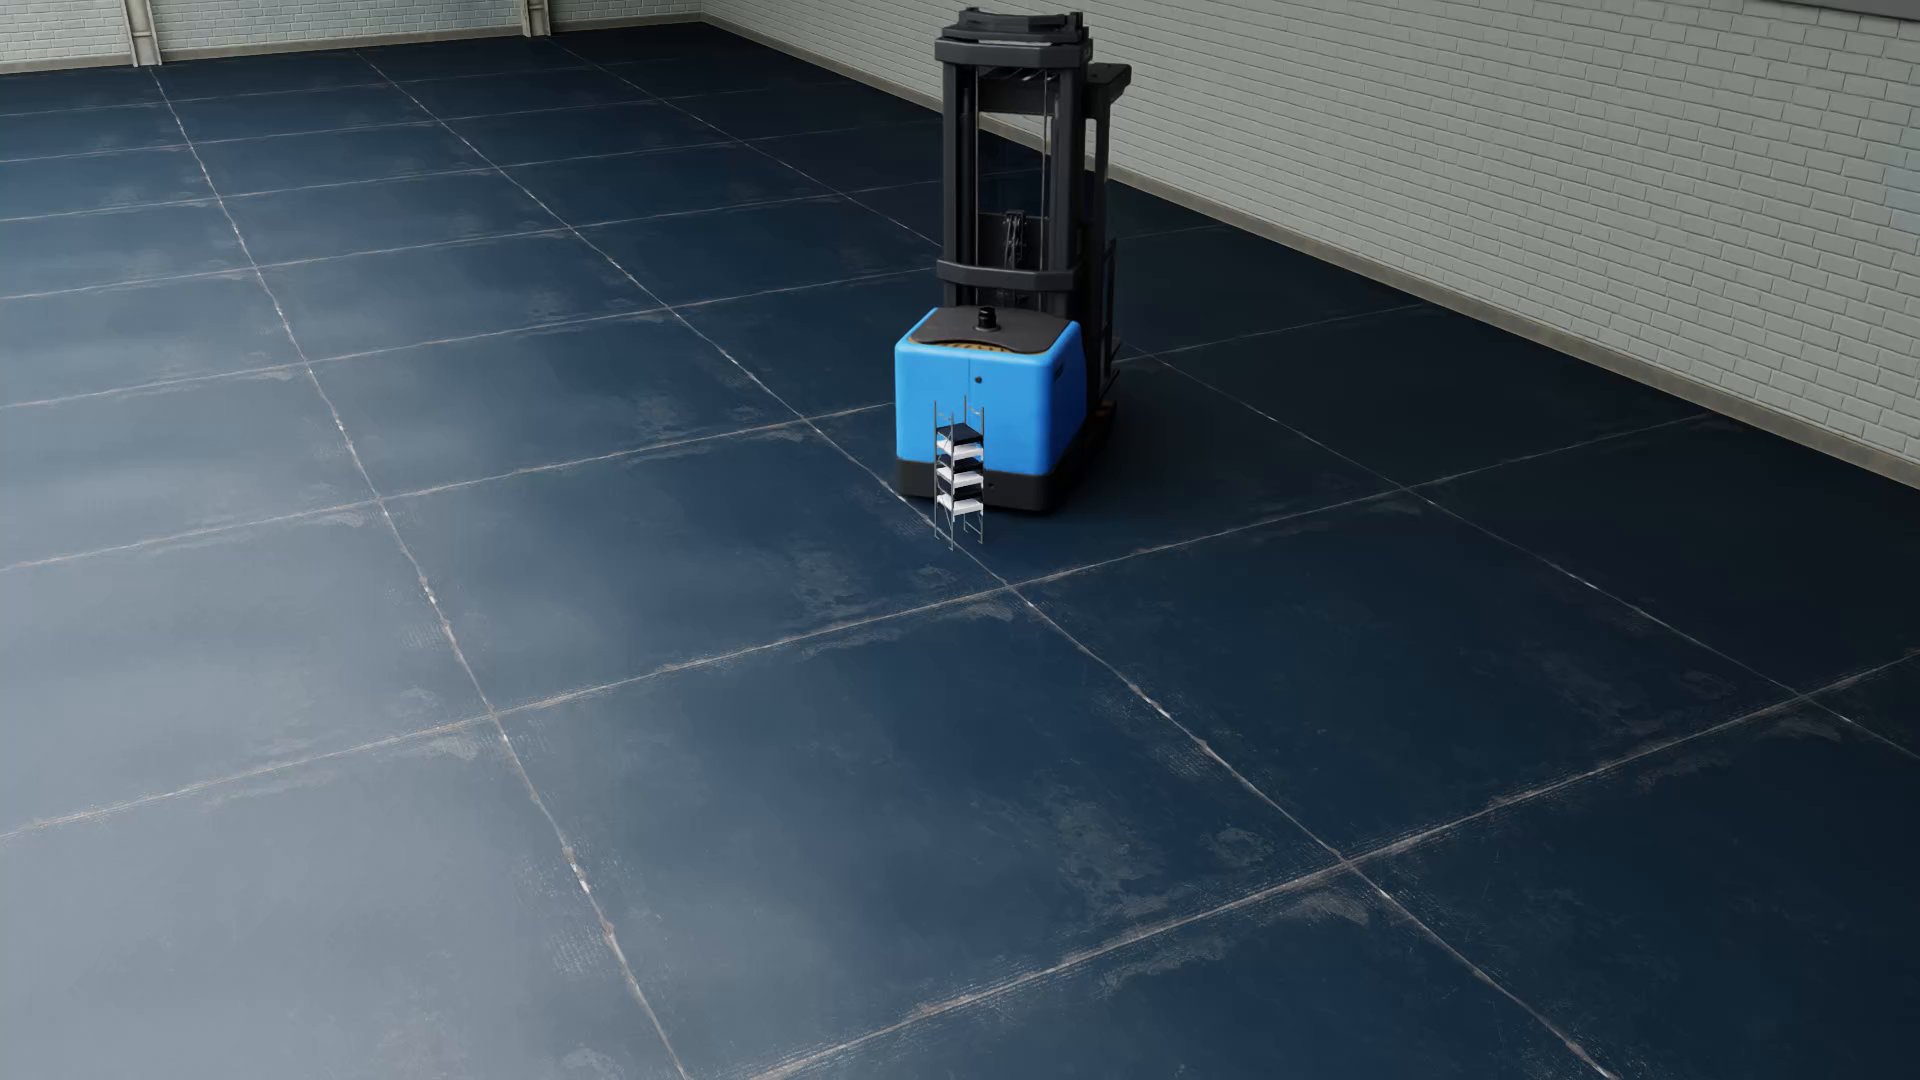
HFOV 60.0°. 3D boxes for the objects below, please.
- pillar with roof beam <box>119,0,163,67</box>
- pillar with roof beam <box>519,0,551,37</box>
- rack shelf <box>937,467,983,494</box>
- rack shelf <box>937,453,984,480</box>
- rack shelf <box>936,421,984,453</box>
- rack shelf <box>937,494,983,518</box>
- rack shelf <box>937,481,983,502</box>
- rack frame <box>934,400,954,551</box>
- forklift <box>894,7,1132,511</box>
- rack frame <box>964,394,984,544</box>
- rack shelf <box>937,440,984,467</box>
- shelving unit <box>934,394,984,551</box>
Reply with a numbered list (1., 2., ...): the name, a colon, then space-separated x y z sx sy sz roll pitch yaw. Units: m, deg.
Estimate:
1. pillar with roof beam: -10.369 -9.671 19.997 0.400 9.000 9.100 -13 29 -25
2. pillar with roof beam: -5.075 -10.893 22.542 0.400 9.000 9.100 -13 29 -25
3. rack shelf: -0.007 -0.374 10.066 0.200 0.077 0.258 -13 29 -25
4. rack shelf: -0.007 -0.455 10.027 0.200 0.077 0.258 -13 29 -25
5. rack shelf: -0.007 -0.617 9.949 0.200 0.077 0.258 -13 29 -25
6. rack shelf: -0.007 -0.212 10.144 0.200 0.077 0.258 -13 29 -25
7. rack shelf: -0.007 -0.293 10.105 0.200 0.077 0.258 -13 29 -25
8. rack frame: -0.097 -0.383 10.009 0.006 0.900 0.240 -13 29 -25
9. forklift: 0.499 -2.121 11.282 1.130 2.935 3.031 8 27 15
10. rack frame: 0.083 -0.425 10.095 0.006 0.900 0.240 -13 29 -25
11. rack shelf: -0.007 -0.536 9.988 0.200 0.077 0.258 -13 29 -25
12. shelving unit: -0.007 -0.404 10.052 0.210 0.900 0.258 -13 29 -25
